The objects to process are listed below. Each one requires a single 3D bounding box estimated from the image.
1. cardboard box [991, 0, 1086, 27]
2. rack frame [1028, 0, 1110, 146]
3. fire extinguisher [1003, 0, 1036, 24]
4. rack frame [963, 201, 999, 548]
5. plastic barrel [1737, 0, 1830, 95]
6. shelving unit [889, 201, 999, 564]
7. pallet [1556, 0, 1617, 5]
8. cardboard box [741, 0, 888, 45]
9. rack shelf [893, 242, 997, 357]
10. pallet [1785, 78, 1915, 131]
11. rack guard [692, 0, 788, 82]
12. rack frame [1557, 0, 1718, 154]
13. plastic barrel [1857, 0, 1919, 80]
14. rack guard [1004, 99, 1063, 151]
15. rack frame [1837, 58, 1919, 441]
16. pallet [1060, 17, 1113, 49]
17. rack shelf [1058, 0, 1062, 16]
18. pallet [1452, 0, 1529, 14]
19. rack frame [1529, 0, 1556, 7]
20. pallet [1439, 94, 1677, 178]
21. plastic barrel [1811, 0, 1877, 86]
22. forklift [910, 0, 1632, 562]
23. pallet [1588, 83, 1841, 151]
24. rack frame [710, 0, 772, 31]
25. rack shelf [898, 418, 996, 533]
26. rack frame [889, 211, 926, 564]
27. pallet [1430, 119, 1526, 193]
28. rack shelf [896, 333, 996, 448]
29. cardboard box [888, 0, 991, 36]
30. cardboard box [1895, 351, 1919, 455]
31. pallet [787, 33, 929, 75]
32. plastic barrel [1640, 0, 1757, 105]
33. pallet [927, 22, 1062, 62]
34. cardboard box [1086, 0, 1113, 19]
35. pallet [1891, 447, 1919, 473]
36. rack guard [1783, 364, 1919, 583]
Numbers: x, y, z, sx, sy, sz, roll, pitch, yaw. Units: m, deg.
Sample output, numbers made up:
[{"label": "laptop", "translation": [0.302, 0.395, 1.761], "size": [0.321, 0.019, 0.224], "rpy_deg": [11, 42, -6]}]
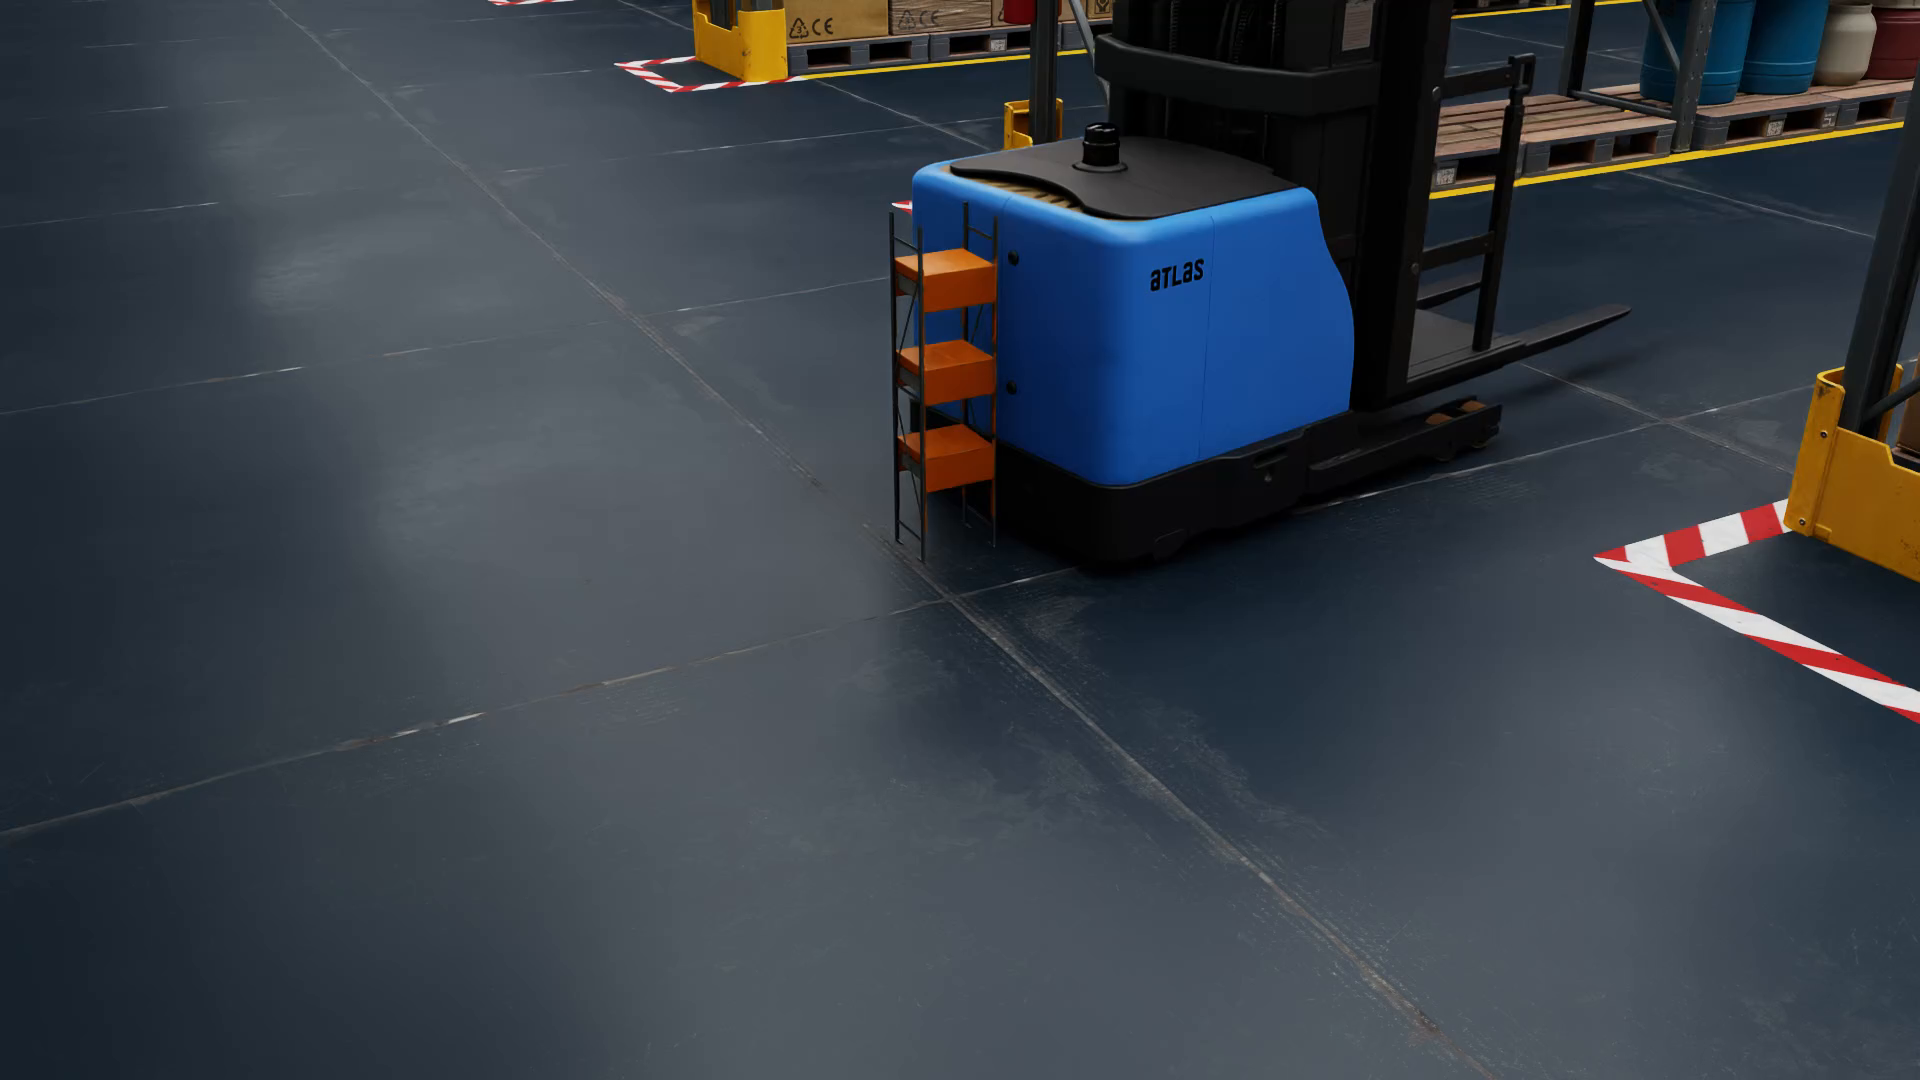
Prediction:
[{"label": "cardboard box", "translation": [0.446, -4.750, 13.646], "size": [0.875, 0.875, 0.875], "rpy_deg": [-13, 29, -25]}, {"label": "rack frame", "translation": [0.661, -3.099, 8.239], "size": [0.127, 3.000, 1.000], "rpy_deg": [-13, 29, -25]}, {"label": "fire extinguisher", "translation": [0.314, -3.039, 8.634], "size": [0.183, 0.674, 0.296], "rpy_deg": [-13, 29, -25]}, {"label": "rack frame", "translation": [0.060, -0.487, 5.052], "size": [0.008, 1.050, 0.200], "rpy_deg": [-13, 29, -25]}, {"label": "plastic barrel", "translation": [5.303, -3.406, 10.817], "size": [0.708, 0.901, 0.600], "rpy_deg": [-13, 29, -25]}, {"label": "shelving unit", "translation": [-0.047, -0.462, 5.000], "size": [0.252, 1.050, 0.215], "rpy_deg": [-13, 29, -25]}, {"label": "pallet", "translation": [6.079, -5.521, 16.506], "size": [1.213, 0.211, 1.003], "rpy_deg": [-13, 29, -25]}, {"label": "cardboard box", "translation": [-1.143, -4.383, 12.883], "size": [0.875, 0.875, 0.875], "rpy_deg": [-13, 29, -25]}, {"label": "rack shelf", "translation": [-0.047, -0.709, 4.882], "size": [0.240, 0.259, 0.215], "rpy_deg": [-13, 29, -25]}, {"label": "pallet", "translation": [5.969, -3.048, 11.355], "size": [1.213, 0.211, 1.003], "rpy_deg": [-13, 29, -25]}, {"label": "rack guard", "translation": [-1.691, -3.859, 12.710], "size": [0.348, 0.500, 1.175], "rpy_deg": [-13, 29, -25]}, {"label": "rack frame", "translation": [4.190, -3.914, 9.936], "size": [0.127, 3.000, 1.000], "rpy_deg": [-13, 29, -25]}, {"label": "plastic barrel", "translation": [6.300, -3.494, 11.363], "size": [0.708, 0.588, 0.600], "rpy_deg": [-13, 29, -25]}, {"label": "rack guard", "translation": [0.646, -1.962, 8.759], "size": [0.348, 0.500, 1.175], "rpy_deg": [-13, 29, -25]}, {"label": "rack frame", "translation": [2.989, -1.207, 4.297], "size": [0.127, 3.000, 1.000], "rpy_deg": [-13, 29, -25]}, {"label": "pallet", "translation": [1.152, -4.423, 14.219], "size": [1.213, 0.211, 1.003], "rpy_deg": [-13, 29, -25]}, {"label": "rack shelf", "translation": [2.426, -3.182, 9.243], "size": [4.000, 0.370, 1.077], "rpy_deg": [-13, 29, -25]}, {"label": "pallet", "translation": [4.658, -5.231, 15.901], "size": [1.213, 0.211, 1.003], "rpy_deg": [-13, 29, -25]}, {"label": "rack frame", "translation": [5.389, -6.620, 15.572], "size": [0.127, 3.000, 1.000], "rpy_deg": [-13, 29, -25]}, {"label": "pallet", "translation": [3.560, -2.492, 10.197], "size": [1.213, 0.211, 1.003], "rpy_deg": [-13, 29, -25]}, {"label": "plastic barrel", "translation": [5.844, -3.311, 11.069], "size": [0.421, 0.512, 0.421], "rpy_deg": [0, 26, 0]}, {"label": "forklift", "translation": [1.303, -1.757, 5.524], "size": [3.031, 2.935, 1.130], "rpy_deg": [-19, 31, -34]}, {"label": "pallet", "translation": [4.891, -2.798, 10.833], "size": [1.213, 0.211, 1.003], "rpy_deg": [-13, 29, -25]}, {"label": "rack frame", "translation": [-1.670, -4.991, 12.179], "size": [0.127, 3.000, 1.000], "rpy_deg": [-13, 29, -25]}, {"label": "rack shelf", "translation": [-0.047, -0.202, 5.125], "size": [0.240, 0.259, 0.215], "rpy_deg": [-13, 29, -25]}, {"label": "rack frame", "translation": [-0.155, -0.438, 4.948], "size": [0.008, 1.050, 0.200], "rpy_deg": [-13, 29, -25]}, {"label": "pallet", "translation": [2.482, -2.242, 9.675], "size": [1.213, 0.211, 1.003], "rpy_deg": [-13, 29, -25]}, {"label": "rack shelf", "translation": [-0.047, -0.453, 5.005], "size": [0.240, 0.259, 0.215], "rpy_deg": [-13, 29, -25]}, {"label": "cardboard box", "translation": [-0.340, -4.568, 13.269], "size": [0.875, 0.875, 0.875], "rpy_deg": [-13, 29, -25]}, {"label": "cardboard box", "translation": [3.352, -0.483, 5.170], "size": [0.500, 0.500, 0.500], "rpy_deg": [-13, 29, -25]}, {"label": "pallet", "translation": [-1.001, -3.926, 13.184], "size": [1.213, 0.211, 1.003], "rpy_deg": [-13, 29, -25]}, {"label": "plastic barrel", "translation": [4.678, -3.261, 10.516], "size": [0.708, 0.901, 0.600], "rpy_deg": [-13, 29, -25]}, {"label": "pallet", "translation": [0.074, -4.173, 13.698], "size": [1.213, 0.211, 1.003], "rpy_deg": [-13, 29, -25]}, {"label": "cardboard box", "translation": [1.240, -4.933, 14.028], "size": [0.875, 0.875, 0.875], "rpy_deg": [-13, 29, -25]}, {"label": "pallet", "translation": [3.759, -0.128, 5.272], "size": [1.213, 0.211, 1.003], "rpy_deg": [-13, 29, -25]}, {"label": "rack guard", "translation": [3.056, -0.095, 4.871], "size": [0.348, 0.500, 1.175], "rpy_deg": [-13, 29, -25]}]
